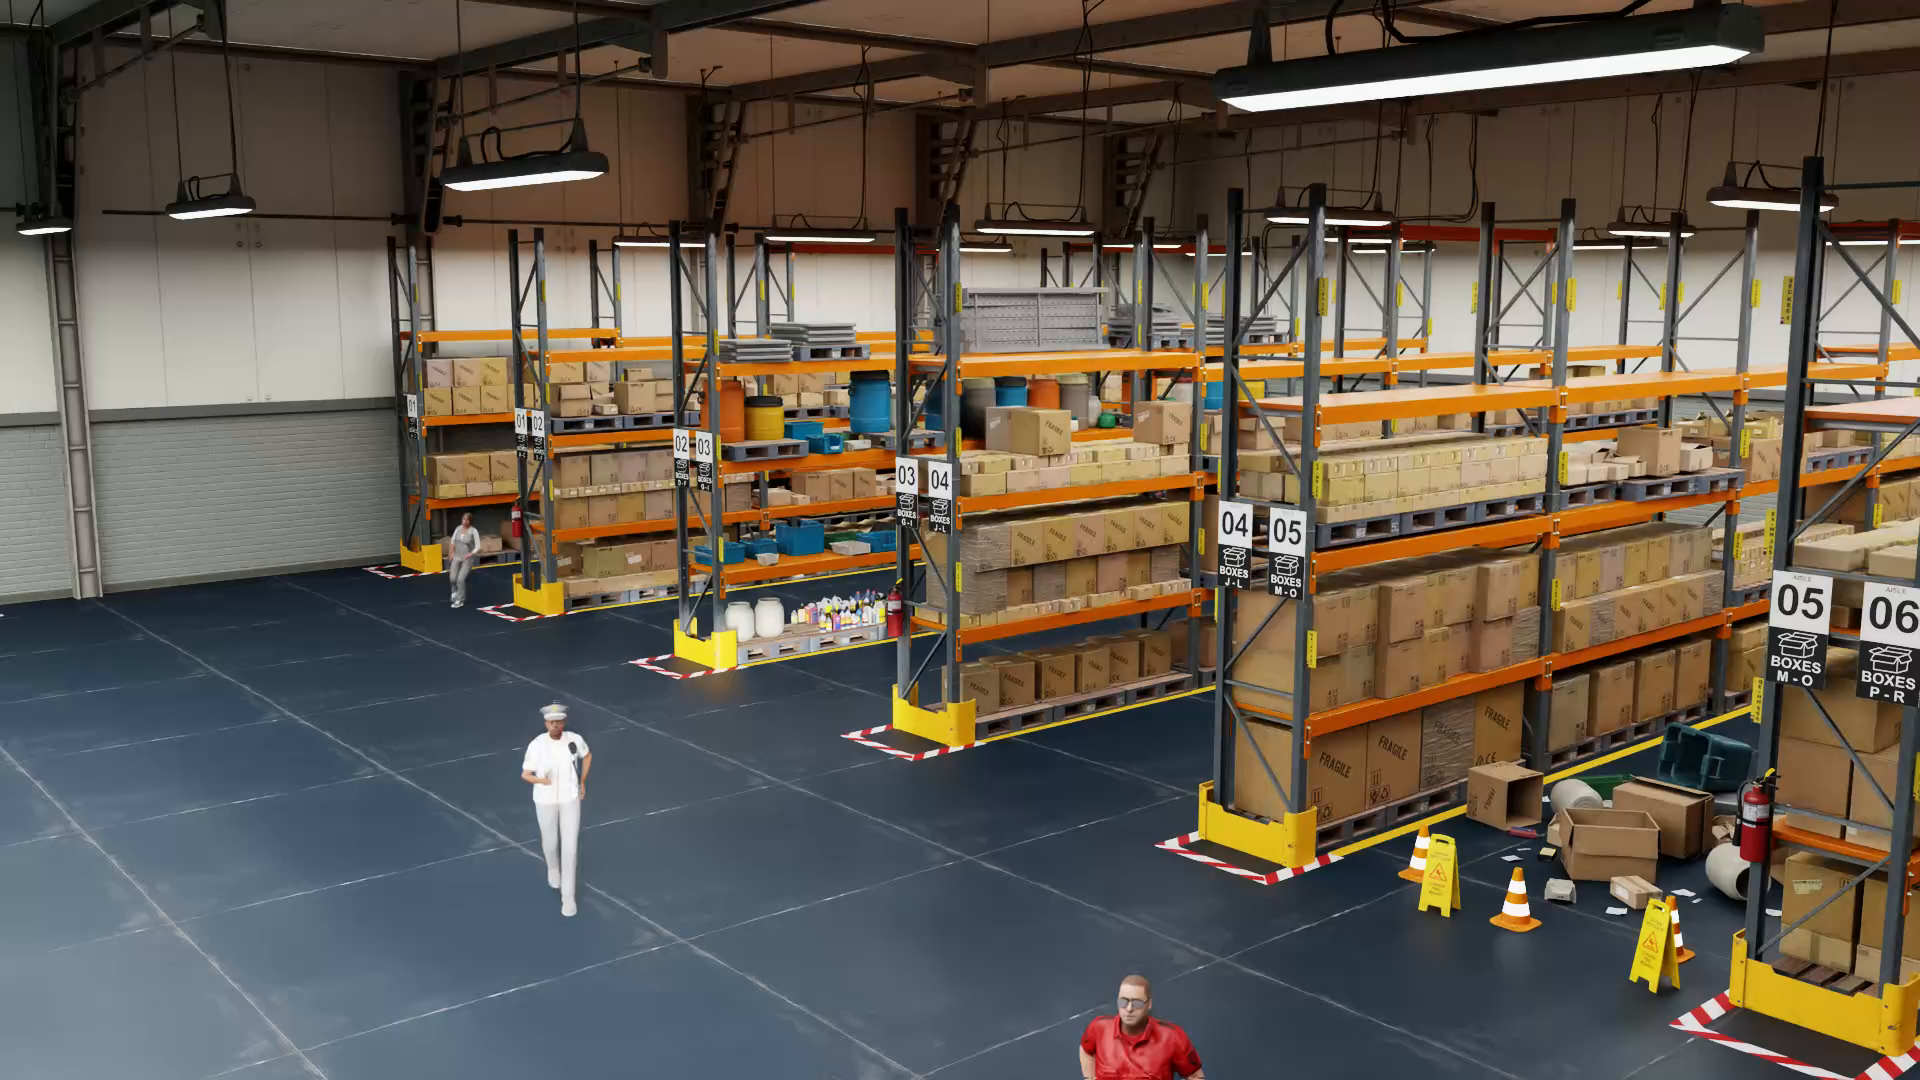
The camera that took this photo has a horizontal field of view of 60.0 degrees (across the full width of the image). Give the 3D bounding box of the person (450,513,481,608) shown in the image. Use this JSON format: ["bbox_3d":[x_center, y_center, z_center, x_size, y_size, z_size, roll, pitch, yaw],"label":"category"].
[{"bbox_3d":[-7.943,0.325,26.600,0.589,1.540,0.501,1,9,4],"label":"person"}]

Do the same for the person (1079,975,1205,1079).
[{"bbox_3d":[0.912,3.042,8.459,0.647,1.748,0.891,1,9,8],"label":"person"}]

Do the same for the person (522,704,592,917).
[{"bbox_3d":[-3.353,2.186,13.890,0.581,1.699,0.876,-2,9,-15],"label":"person"}]
